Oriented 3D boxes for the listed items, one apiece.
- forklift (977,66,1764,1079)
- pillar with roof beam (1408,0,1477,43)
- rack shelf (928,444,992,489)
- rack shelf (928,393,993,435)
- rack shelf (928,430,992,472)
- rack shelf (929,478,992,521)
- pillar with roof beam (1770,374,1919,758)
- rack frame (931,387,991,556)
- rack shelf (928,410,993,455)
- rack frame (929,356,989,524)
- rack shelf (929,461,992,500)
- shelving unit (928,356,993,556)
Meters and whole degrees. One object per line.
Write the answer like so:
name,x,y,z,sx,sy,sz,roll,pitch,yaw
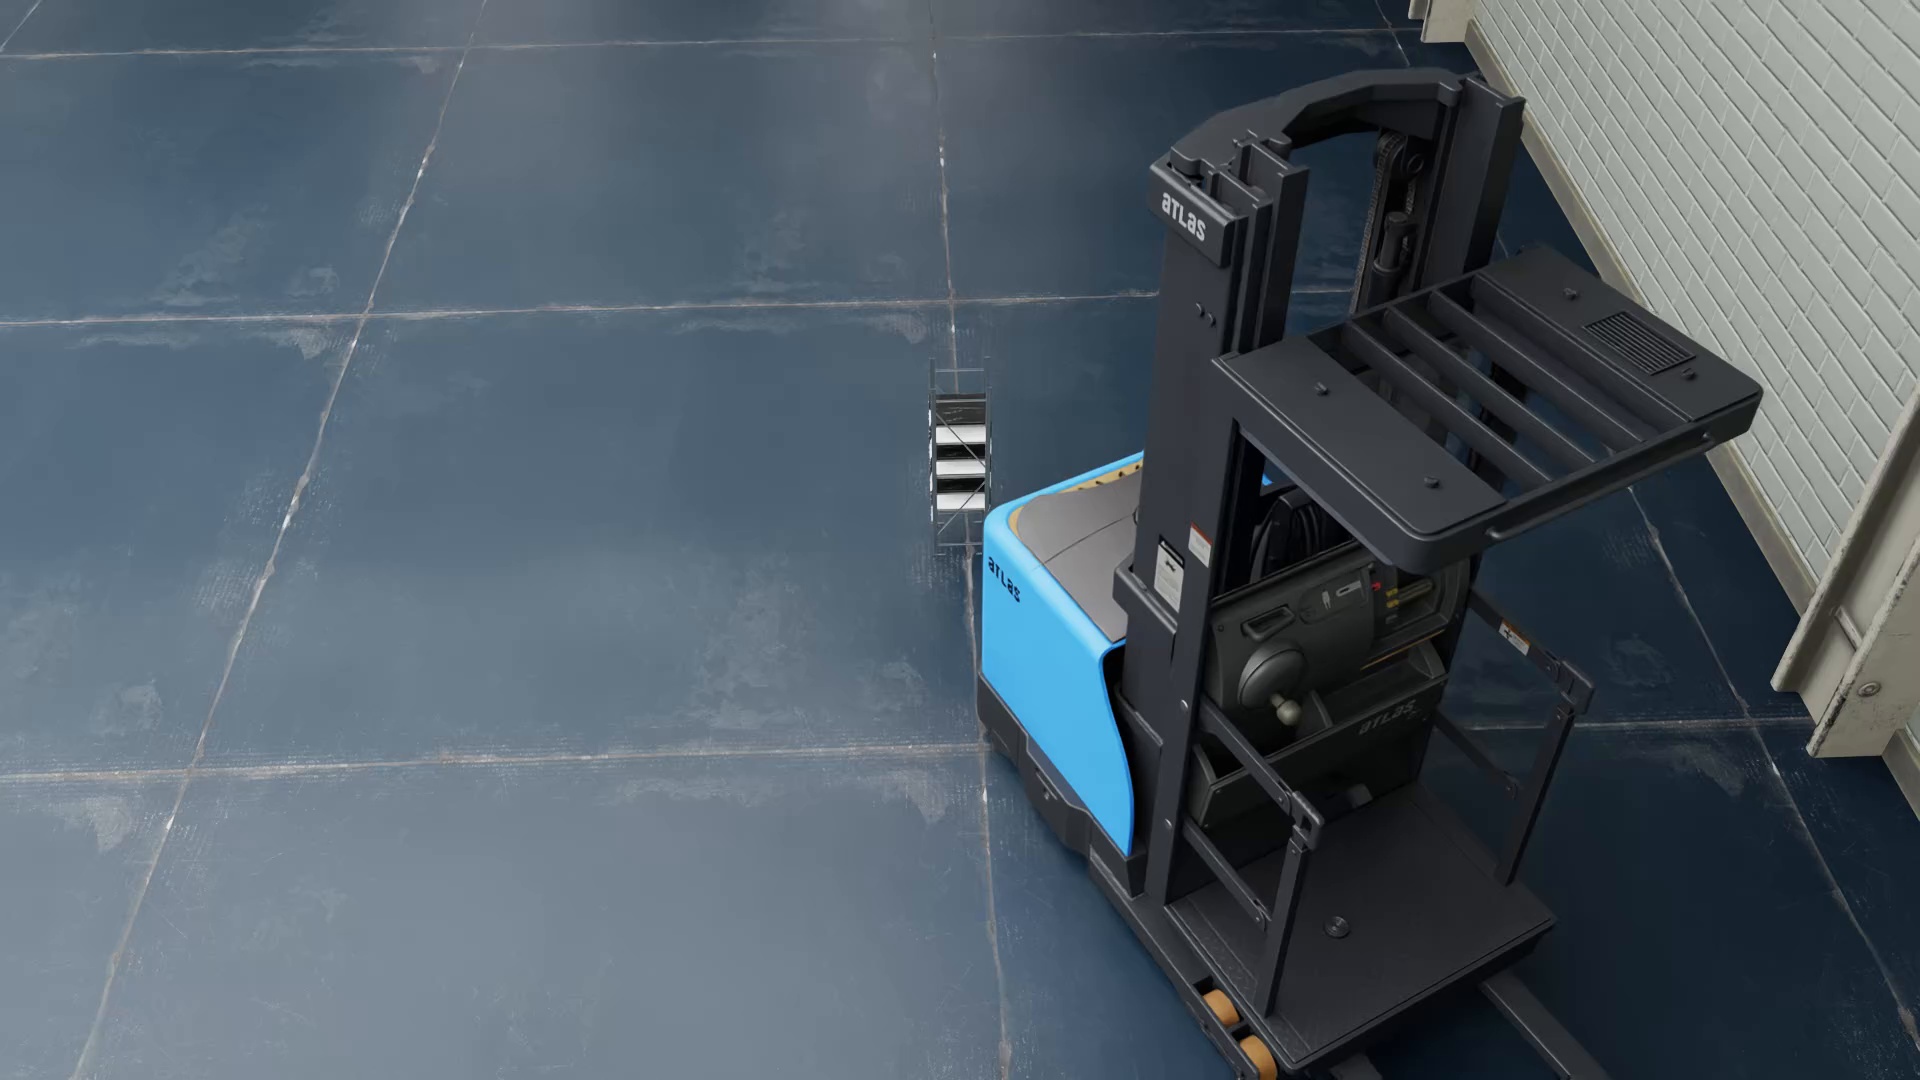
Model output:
forklift,1.232,0.316,4.737,1.130,2.935,3.031,-21,47,-21
pillar with roof beam,-1.162,-6.553,7.739,9.100,9.000,0.400,-2,43,-2
rack shelf,0.000,-0.313,6.974,0.258,0.077,0.200,-2,43,-2
rack shelf,0.000,-0.512,6.792,0.258,0.077,0.200,-2,43,-2
rack shelf,0.000,-0.379,6.914,0.258,0.077,0.200,-2,43,-2
rack shelf,0.000,-0.180,7.096,0.258,0.077,0.200,-2,43,-2
pillar with roof beam,-0.908,-2.502,3.320,9.100,9.000,0.400,-2,43,-2
rack frame,0.004,-0.269,6.877,0.240,0.900,0.006,-2,43,-2
rack shelf,0.000,-0.445,6.853,0.258,0.077,0.200,-2,43,-2
rack frame,-0.005,-0.406,7.027,0.240,0.900,0.006,-2,43,-2
rack shelf,0.000,-0.246,7.035,0.258,0.077,0.200,-2,43,-2
shelving unit,0.000,-0.337,6.952,0.258,0.900,0.210,-2,43,-2
